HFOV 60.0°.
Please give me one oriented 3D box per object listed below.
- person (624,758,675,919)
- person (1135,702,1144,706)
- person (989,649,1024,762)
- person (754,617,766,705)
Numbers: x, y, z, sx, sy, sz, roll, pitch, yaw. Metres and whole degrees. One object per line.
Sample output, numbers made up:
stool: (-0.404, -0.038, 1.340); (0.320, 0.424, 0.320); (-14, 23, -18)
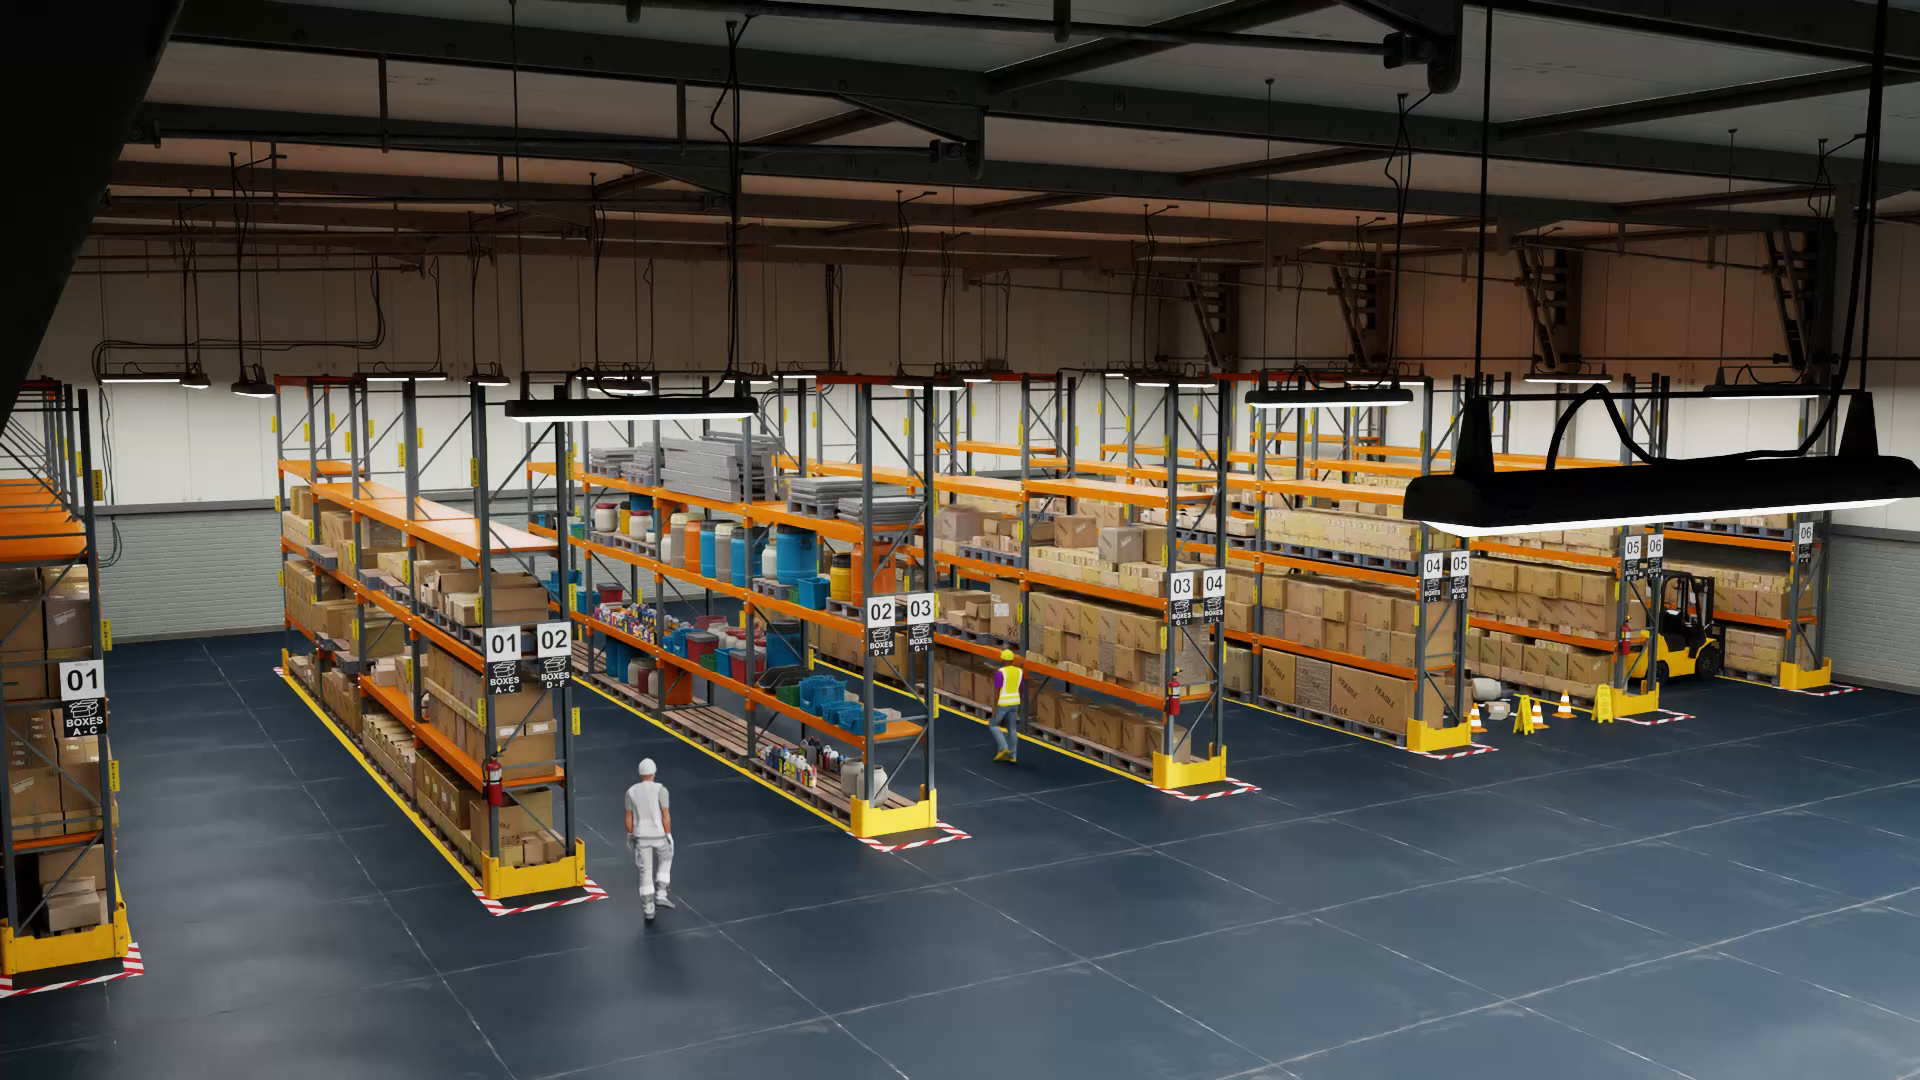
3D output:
person: (-3.527, 3.368, 18.885); (0.564, 1.766, 0.527); (0, 6, -4)
person: (3.070, 2.193, 29.103); (0.432, 1.376, 0.909); (-2, 7, -20)
person: (0.735, 2.586, 26.083); (0.609, 1.756, 0.453); (-4, 7, -32)
person: (-3.496, 2.143, 29.204); (0.611, 1.577, 0.644); (2, 7, 21)
